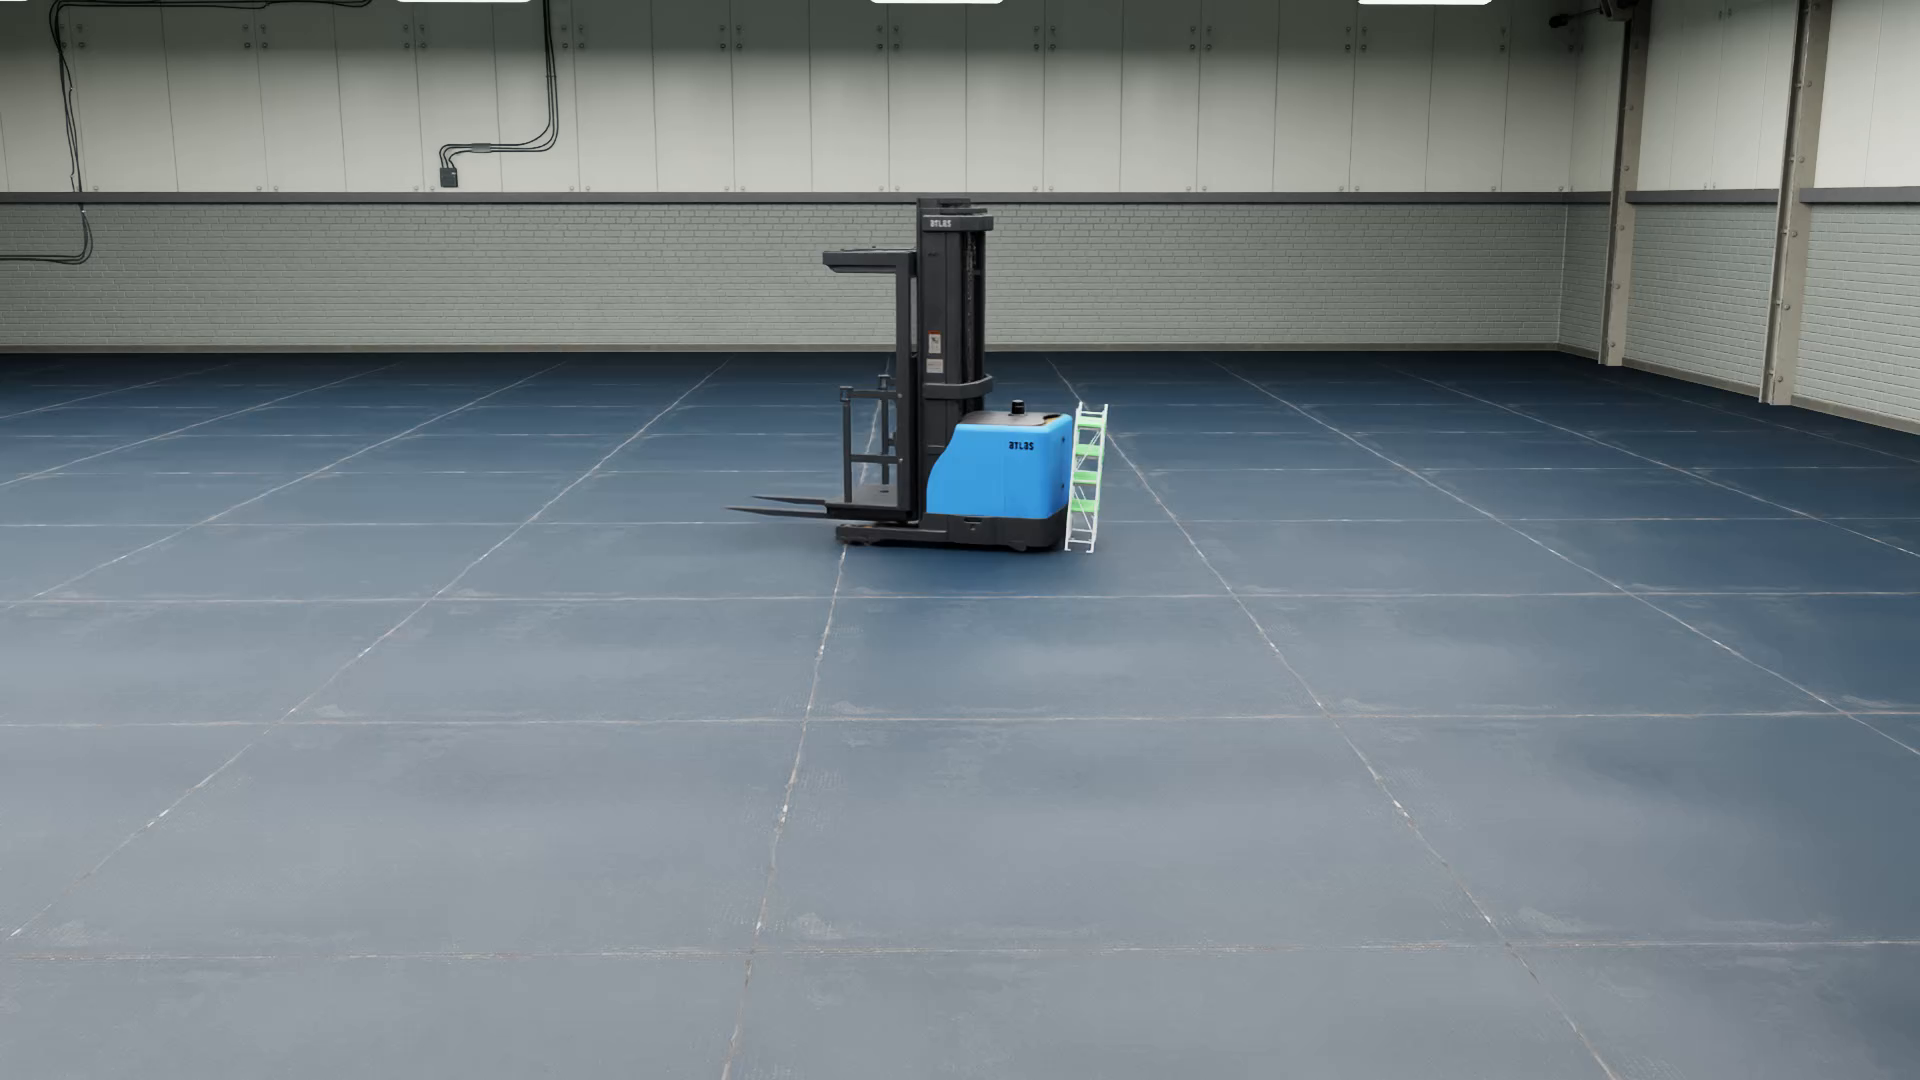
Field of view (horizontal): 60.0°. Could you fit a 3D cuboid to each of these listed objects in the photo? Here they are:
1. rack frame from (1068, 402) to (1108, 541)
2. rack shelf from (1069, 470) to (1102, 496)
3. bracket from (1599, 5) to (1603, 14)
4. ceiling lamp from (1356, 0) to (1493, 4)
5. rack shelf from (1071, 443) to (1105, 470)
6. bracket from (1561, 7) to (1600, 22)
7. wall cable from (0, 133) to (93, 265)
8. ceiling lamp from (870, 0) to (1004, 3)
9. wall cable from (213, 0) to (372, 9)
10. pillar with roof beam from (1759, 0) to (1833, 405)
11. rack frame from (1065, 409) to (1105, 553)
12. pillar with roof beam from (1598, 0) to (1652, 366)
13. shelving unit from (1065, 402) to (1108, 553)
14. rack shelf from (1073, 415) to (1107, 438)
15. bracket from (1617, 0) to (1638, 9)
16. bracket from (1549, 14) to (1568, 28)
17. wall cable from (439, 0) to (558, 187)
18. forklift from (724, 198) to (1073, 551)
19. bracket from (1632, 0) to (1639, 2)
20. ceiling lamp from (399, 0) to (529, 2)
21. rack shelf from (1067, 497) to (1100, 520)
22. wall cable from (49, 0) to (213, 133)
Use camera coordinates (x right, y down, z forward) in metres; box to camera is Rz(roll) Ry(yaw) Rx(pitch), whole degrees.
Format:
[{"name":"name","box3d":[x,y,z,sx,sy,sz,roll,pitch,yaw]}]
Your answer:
[{"name":"rack frame","box3d":[1.106,-0.588,14.395,0.240,1.200,0.015,5,12,6]},{"name":"rack shelf","box3d":[1.072,-0.477,14.171,0.258,0.148,0.480,5,12,6]},{"name":"bracket","box3d":[11.506,-9.455,29.479,0.235,0.232,0.430,0,11,-1]},{"name":"ceiling lamp","box3d":[6.990,-9.682,24.970,2.000,3.185,0.800,0,11,-1]},{"name":"rack shelf","box3d":[1.088,-0.711,14.121,0.258,0.148,0.480,5,12,6]},{"name":"bracket","box3d":[11.469,-9.809,31.222,0.076,0.066,3.189,0,11,-1]},{"name":"wall cable","box3d":[-18.363,-6.550,32.022,3.097,2.526,0.112,0,11,-1]},{"name":"ceiling lamp","box3d":[-0.349,-9.652,24.822,2.000,3.185,0.800,0,11,-1]},{"name":"wall cable","box3d":[-12.564,-11.278,31.185,3.097,2.526,0.112,0,11,-1]},{"name":"pillar with roof beam","box3d":[7.689,-6.400,23.471,9.100,9.000,0.400,0,11,-1]},{"name":"rack frame","box3d":[1.046,-0.491,13.921,0.240,1.200,0.015,5,12,6]},{"name":"pillar with roof beam","box3d":[7.565,-7.592,29.350,9.100,9.000,0.548,0,11,-1]},{"name":"shelving unit","box3d":[1.076,-0.539,14.158,0.258,1.200,0.503,5,12,6]},{"name":"rack shelf","box3d":[1.104,-0.945,14.072,0.258,0.148,0.480,5,12,6]},{"name":"bracket","box3d":[11.523,-9.290,28.666,0.235,0.232,0.430,0,11,-1]},{"name":"bracket","box3d":[11.457,-9.926,31.801,0.235,0.232,0.430,0,11,-1]},{"name":"wall cable","box3d":[-8.871,-9.774,31.551,2.305,6.003,0.169,0,11,-1]},{"name":"forklift","box3d":[-0.571,-1.488,14.520,3.031,2.935,1.130,3,12,16]},{"name":"bracket","box3d":[11.576,-8.778,26.141,0.076,0.066,4.783,0,11,-1]},{"name":"ceiling lamp","box3d":[-7.407,-9.623,24.679,2.000,3.185,0.800,0,11,-1]},{"name":"rack shelf","box3d":[1.056,-0.243,14.221,0.258,0.148,0.480,5,12,6]},{"name":"wall cable","box3d":[-15.658,-9.036,31.574,3.097,2.526,0.112,0,11,-1]}]
